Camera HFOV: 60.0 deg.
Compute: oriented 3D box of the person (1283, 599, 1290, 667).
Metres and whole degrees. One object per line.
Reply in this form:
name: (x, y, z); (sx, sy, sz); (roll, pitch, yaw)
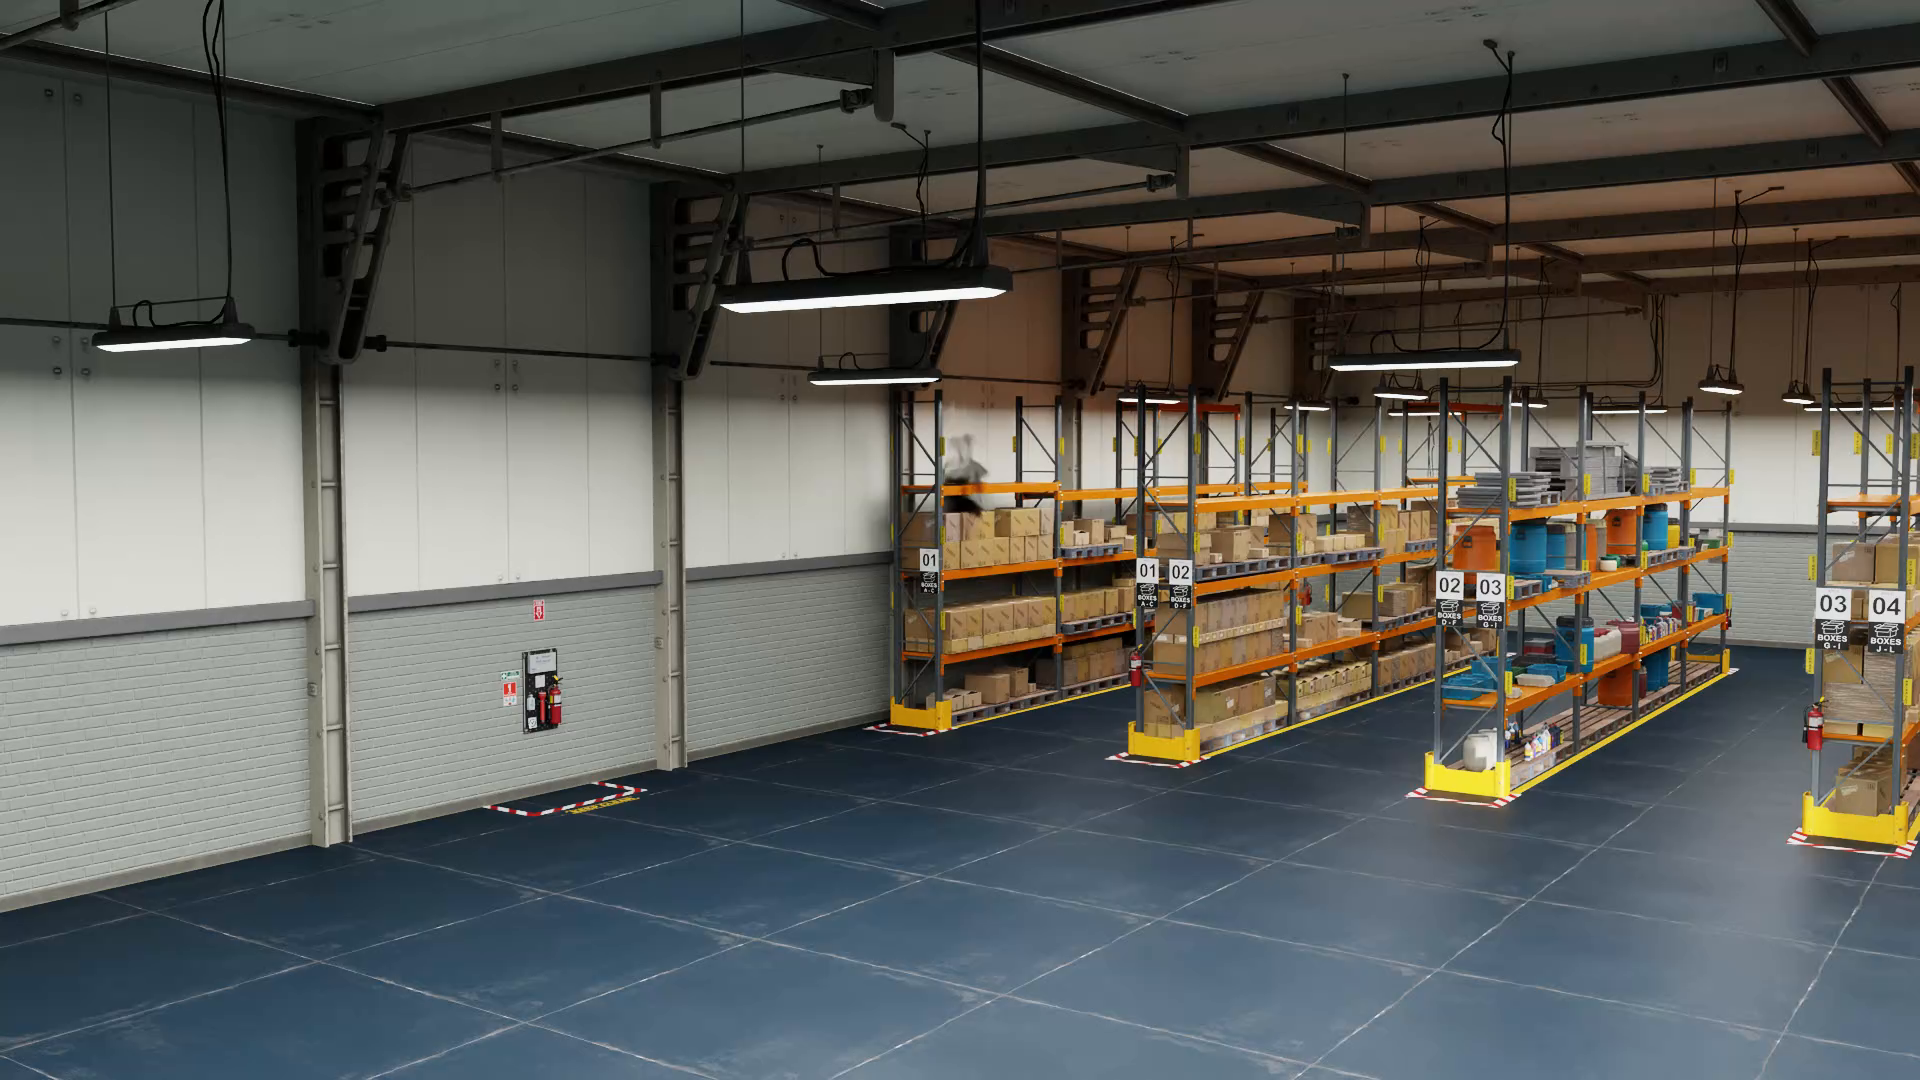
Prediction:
person: (7.366, 2.110, 37.161); (0.549, 1.617, 0.603); (1, 3, 22)
